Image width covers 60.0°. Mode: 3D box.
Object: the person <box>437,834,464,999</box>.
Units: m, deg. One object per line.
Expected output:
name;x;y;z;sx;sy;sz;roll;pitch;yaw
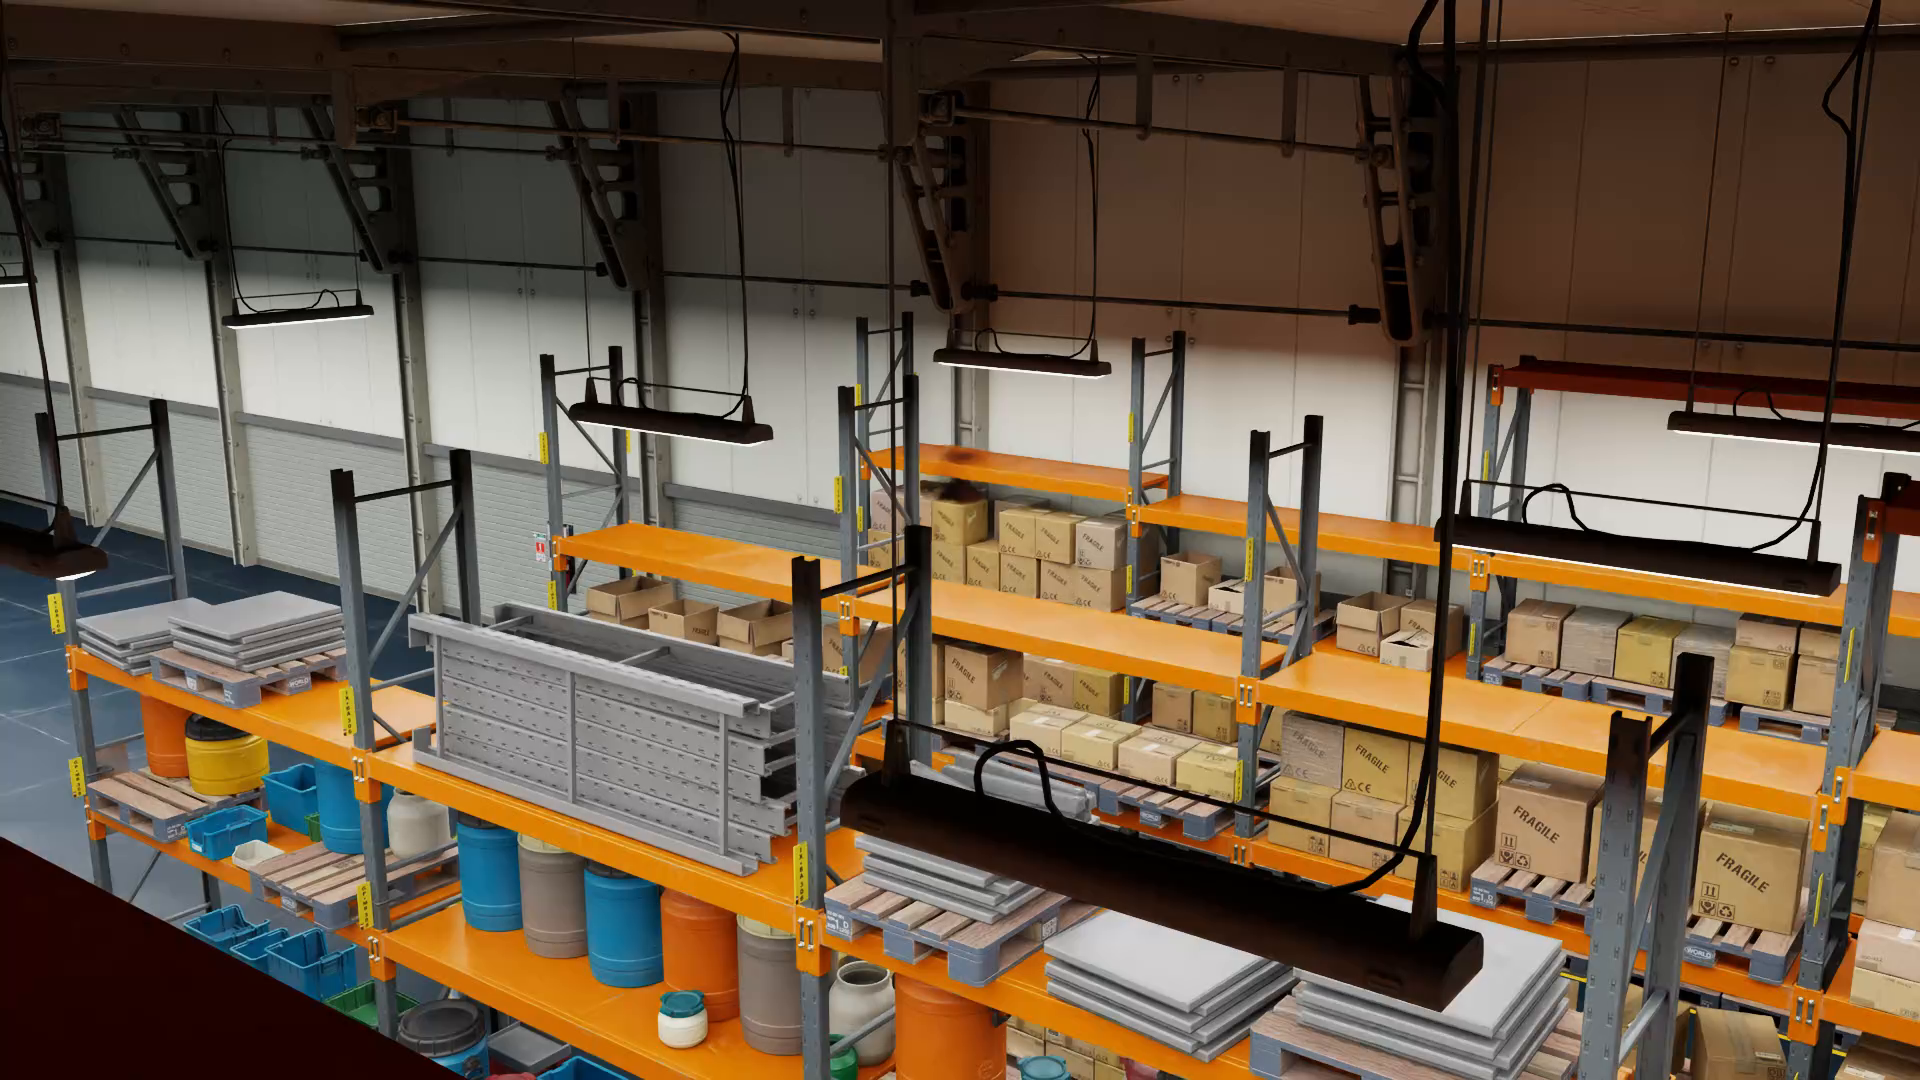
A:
person;-4.674;3.567;15.817;0.615;1.708;0.380;-2;13;-9
